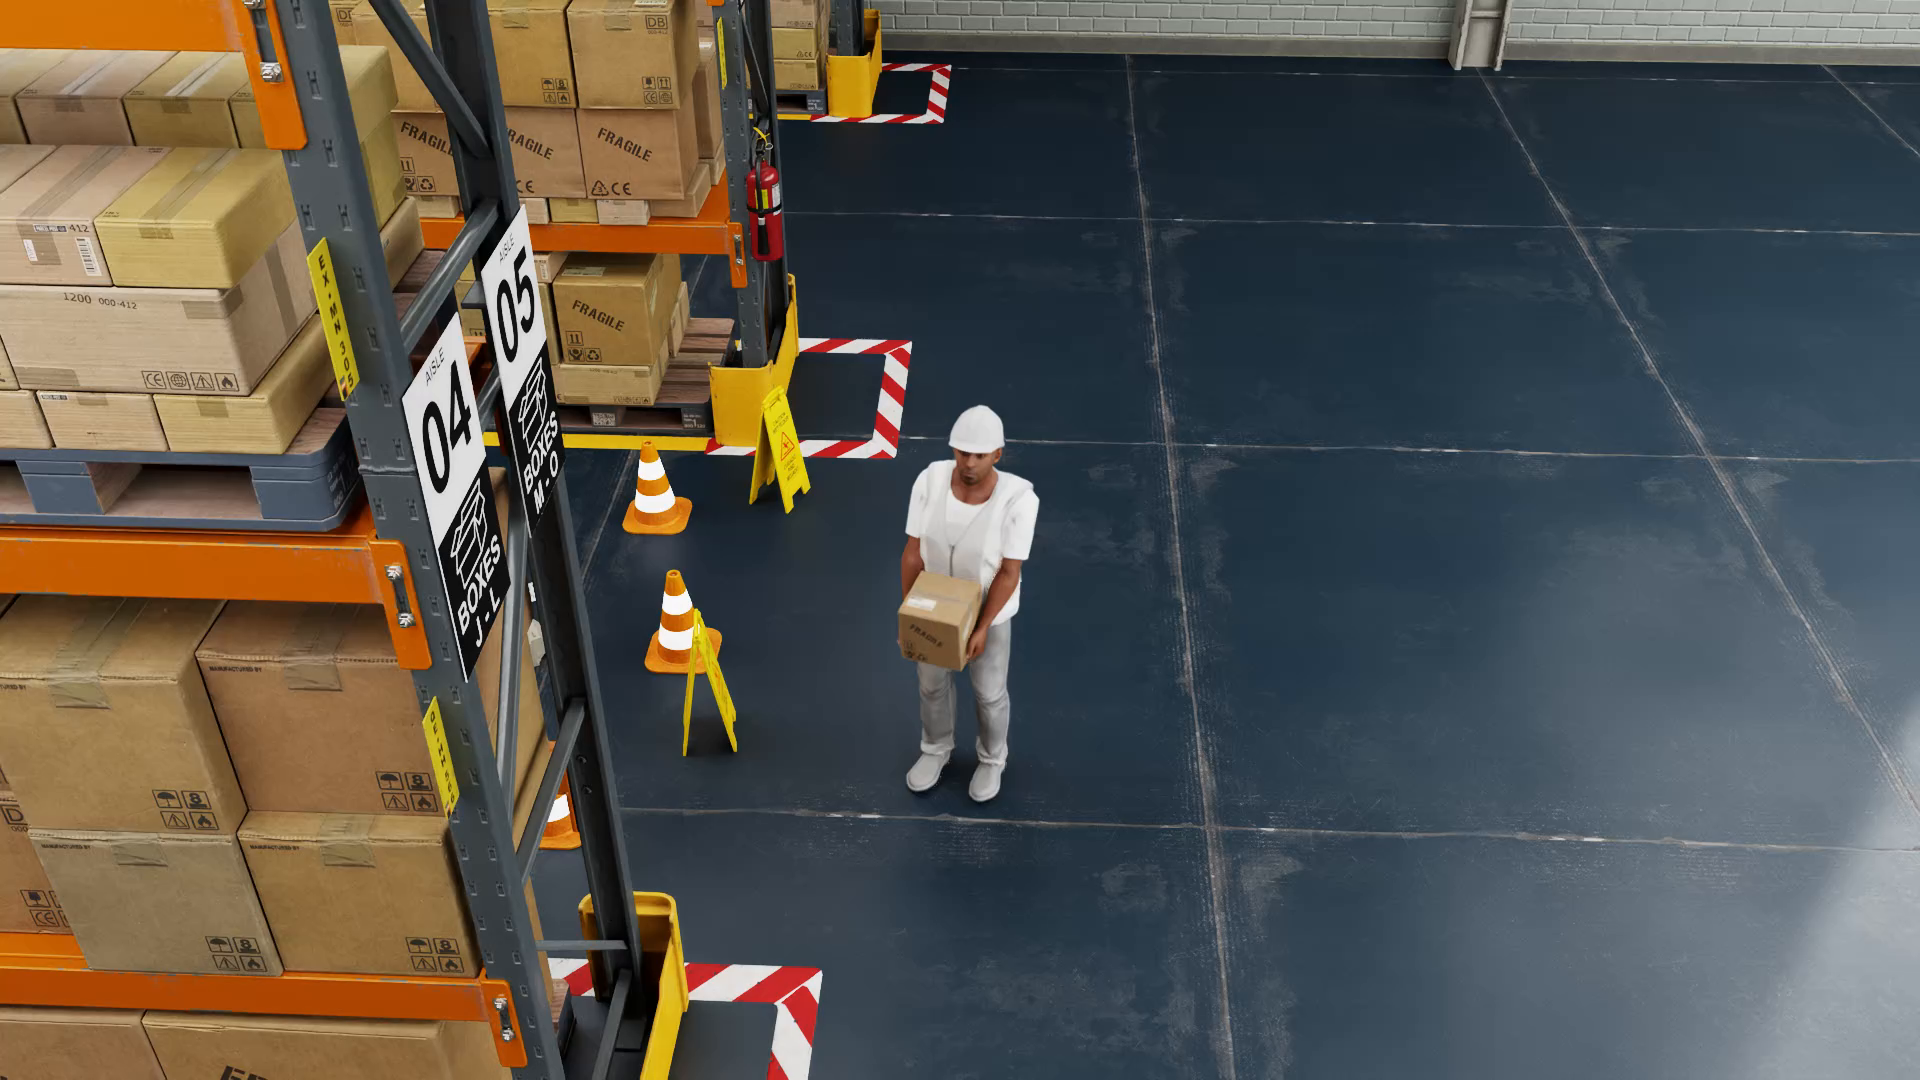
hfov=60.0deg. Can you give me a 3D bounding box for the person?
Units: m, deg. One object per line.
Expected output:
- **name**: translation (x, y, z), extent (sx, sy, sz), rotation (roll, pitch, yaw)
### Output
- **person**: translation (0.003, 0.315, 6.653), extent (0.513, 1.769, 0.573), rotation (12, 37, 17)
